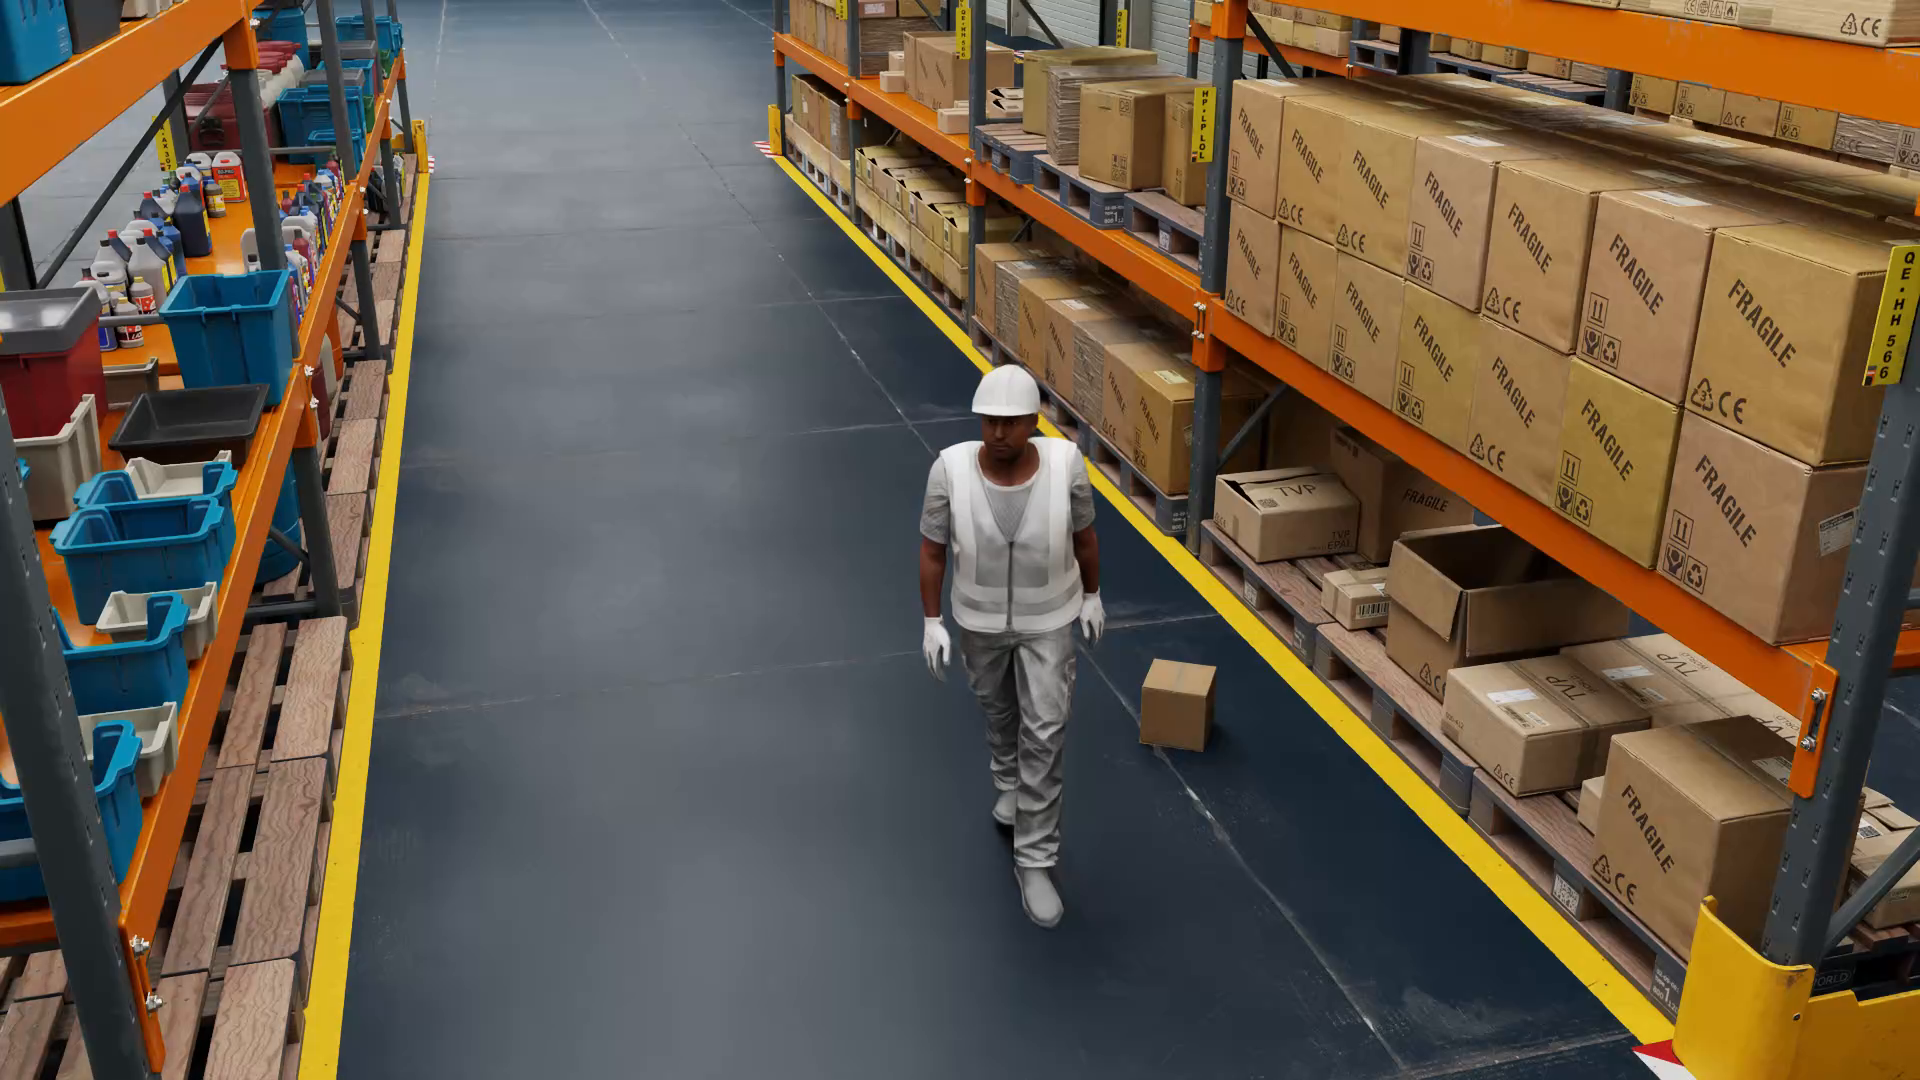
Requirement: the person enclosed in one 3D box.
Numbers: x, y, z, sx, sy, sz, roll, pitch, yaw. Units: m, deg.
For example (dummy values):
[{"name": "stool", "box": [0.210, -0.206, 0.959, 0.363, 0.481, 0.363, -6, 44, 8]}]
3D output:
[{"name": "person", "box": [0.164, 0.276, 5.419, 0.592, 1.778, 0.795, 4, 23, 9]}]
